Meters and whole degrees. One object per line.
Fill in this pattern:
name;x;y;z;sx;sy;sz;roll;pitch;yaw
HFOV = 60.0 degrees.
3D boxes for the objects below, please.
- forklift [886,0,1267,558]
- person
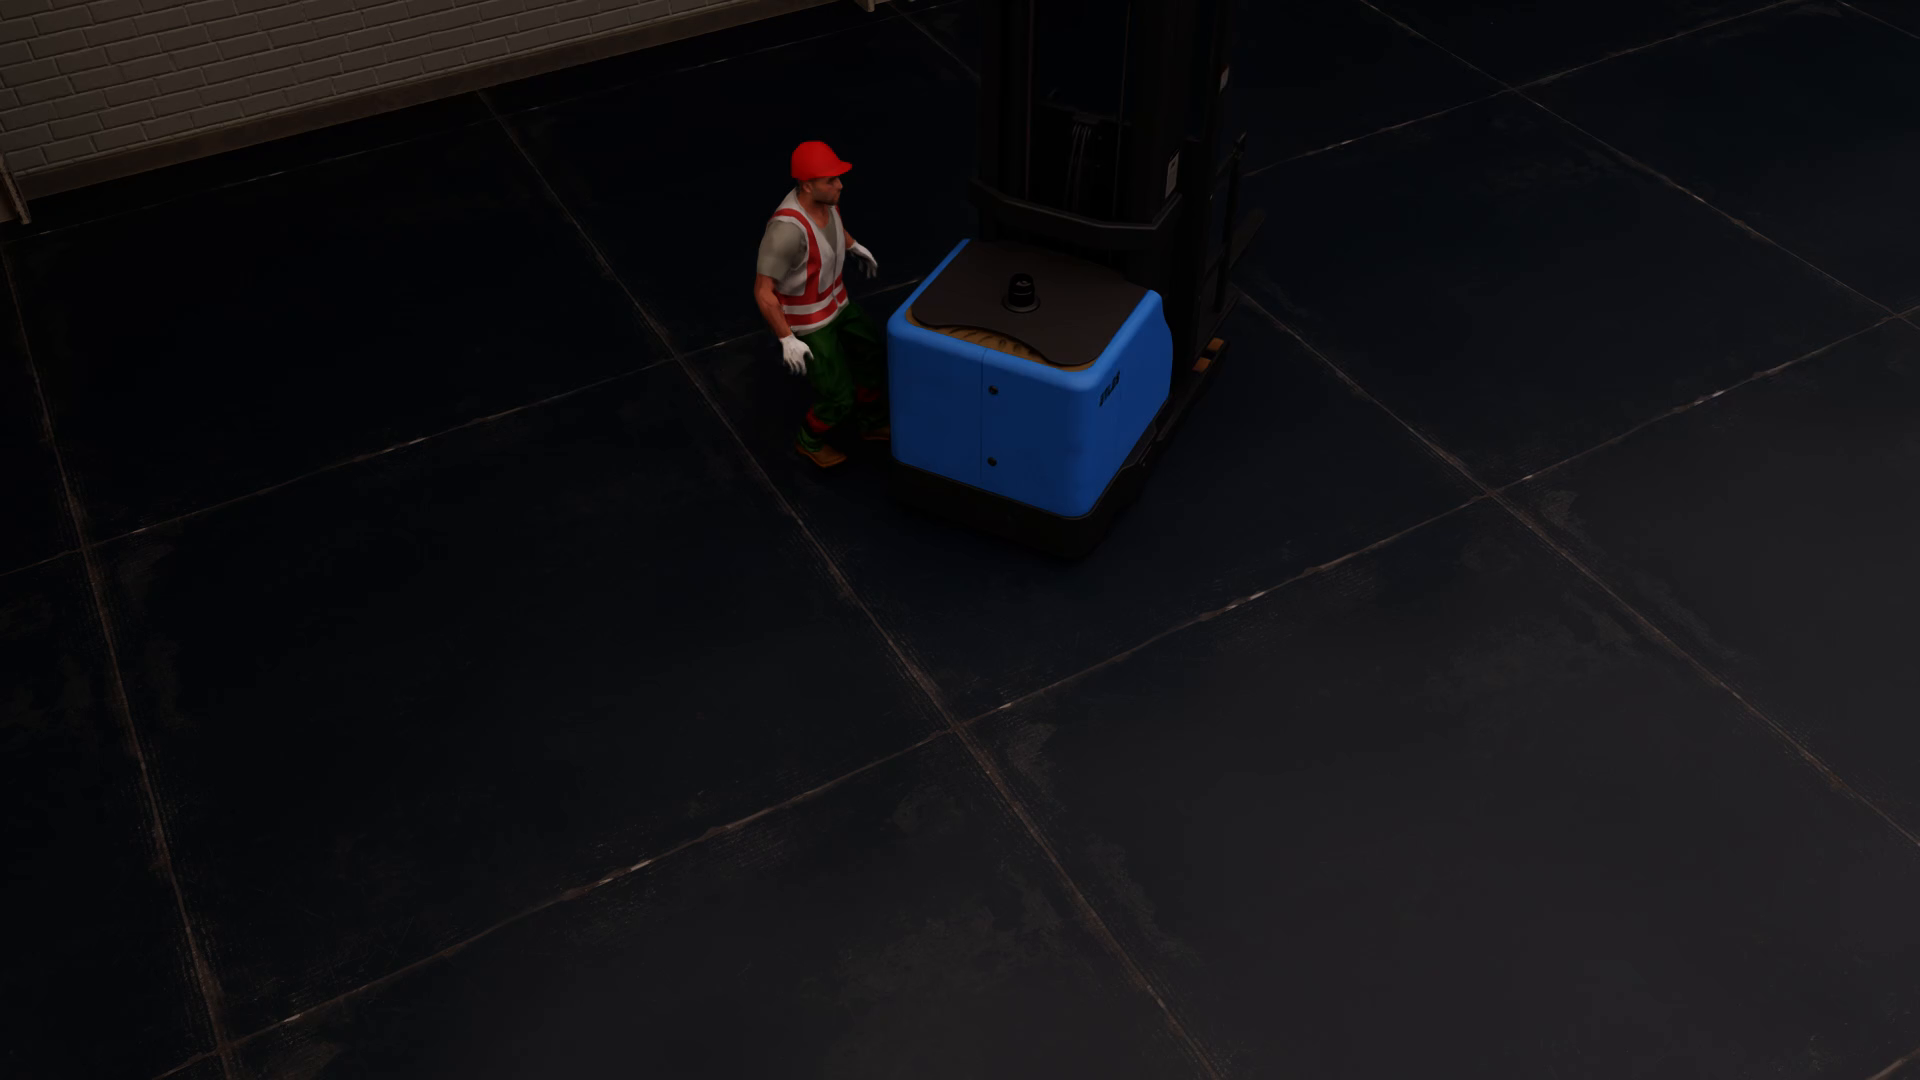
forklift;0.778;-1.992;7.846;1.130;2.935;3.031;19;46;19
person;-0.572;-1.043;7.729;0.571;1.744;0.927;15;45;16
